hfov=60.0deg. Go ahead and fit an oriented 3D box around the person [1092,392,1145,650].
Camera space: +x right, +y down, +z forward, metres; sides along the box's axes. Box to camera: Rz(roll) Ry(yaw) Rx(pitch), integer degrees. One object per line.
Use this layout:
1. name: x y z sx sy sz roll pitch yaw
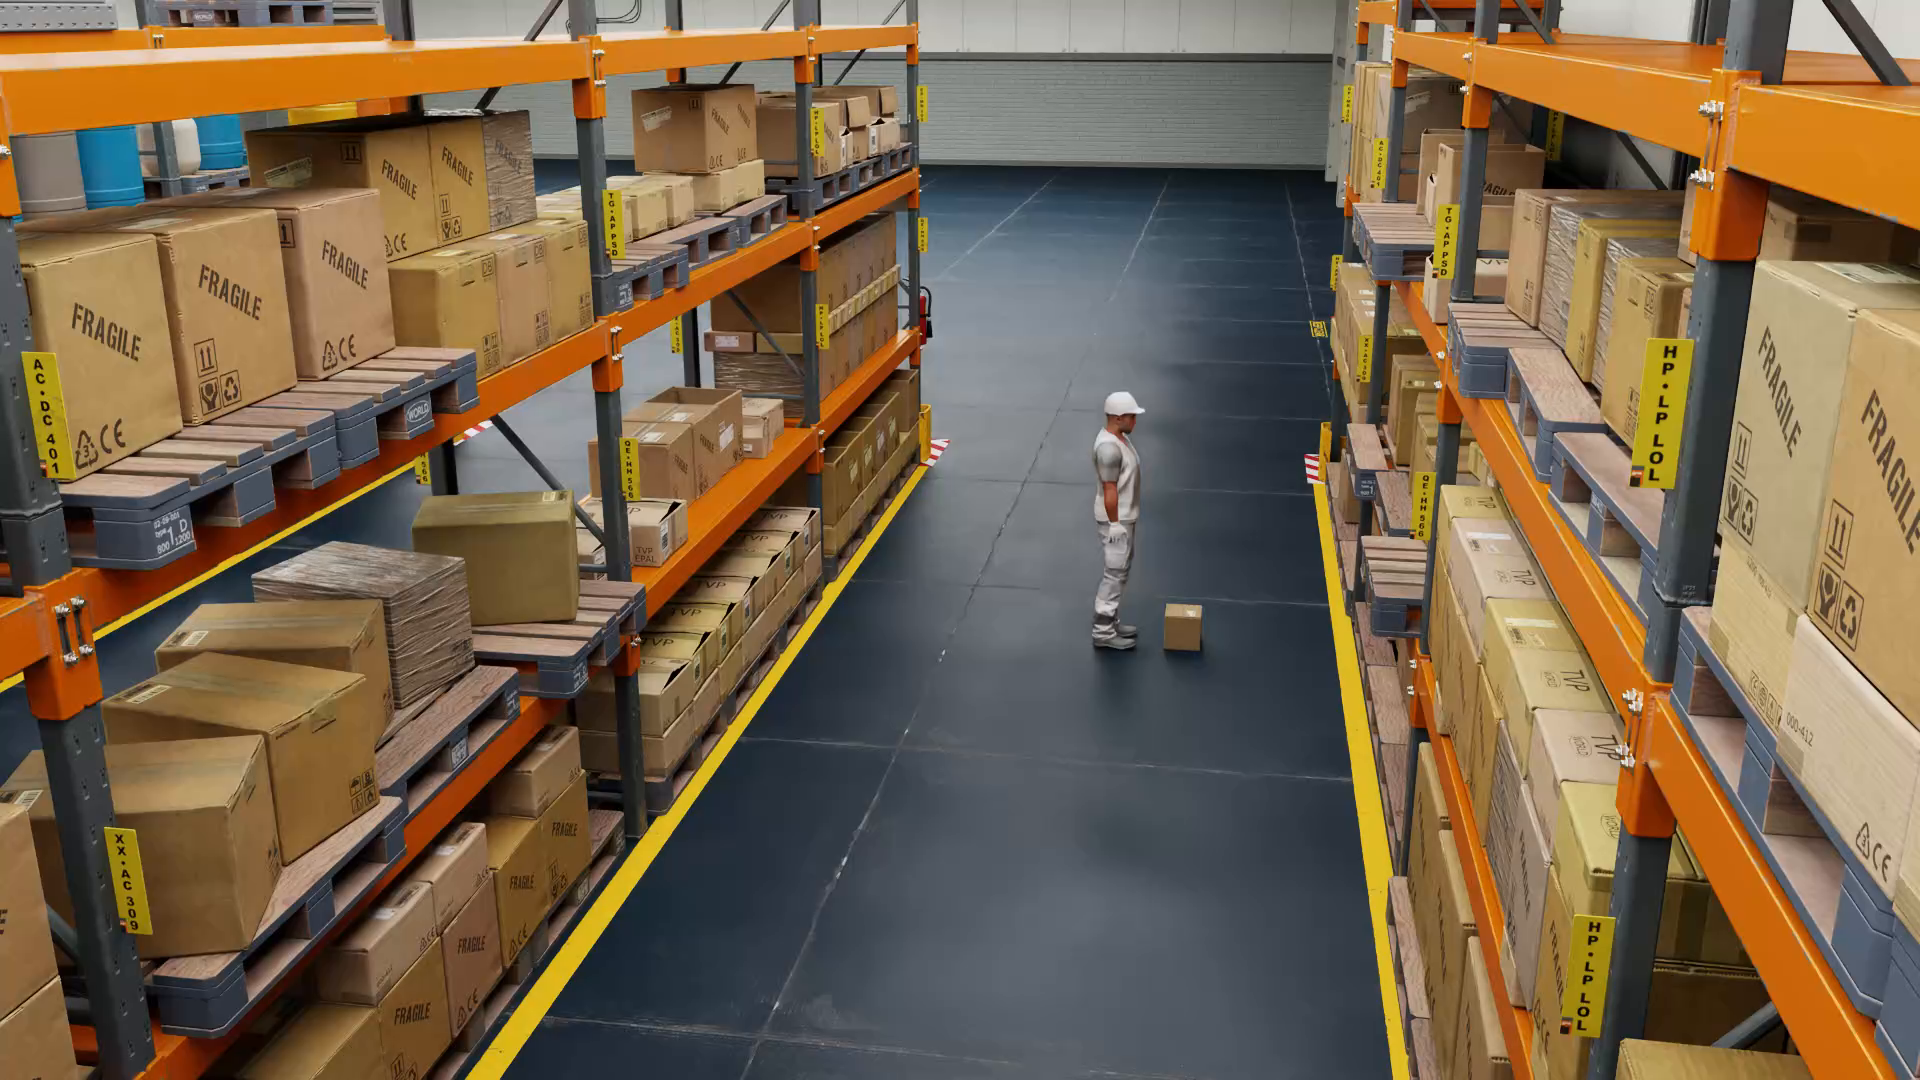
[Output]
1. person: 1.083 -0.145 11.479 0.344 1.780 0.527 3 18 10
